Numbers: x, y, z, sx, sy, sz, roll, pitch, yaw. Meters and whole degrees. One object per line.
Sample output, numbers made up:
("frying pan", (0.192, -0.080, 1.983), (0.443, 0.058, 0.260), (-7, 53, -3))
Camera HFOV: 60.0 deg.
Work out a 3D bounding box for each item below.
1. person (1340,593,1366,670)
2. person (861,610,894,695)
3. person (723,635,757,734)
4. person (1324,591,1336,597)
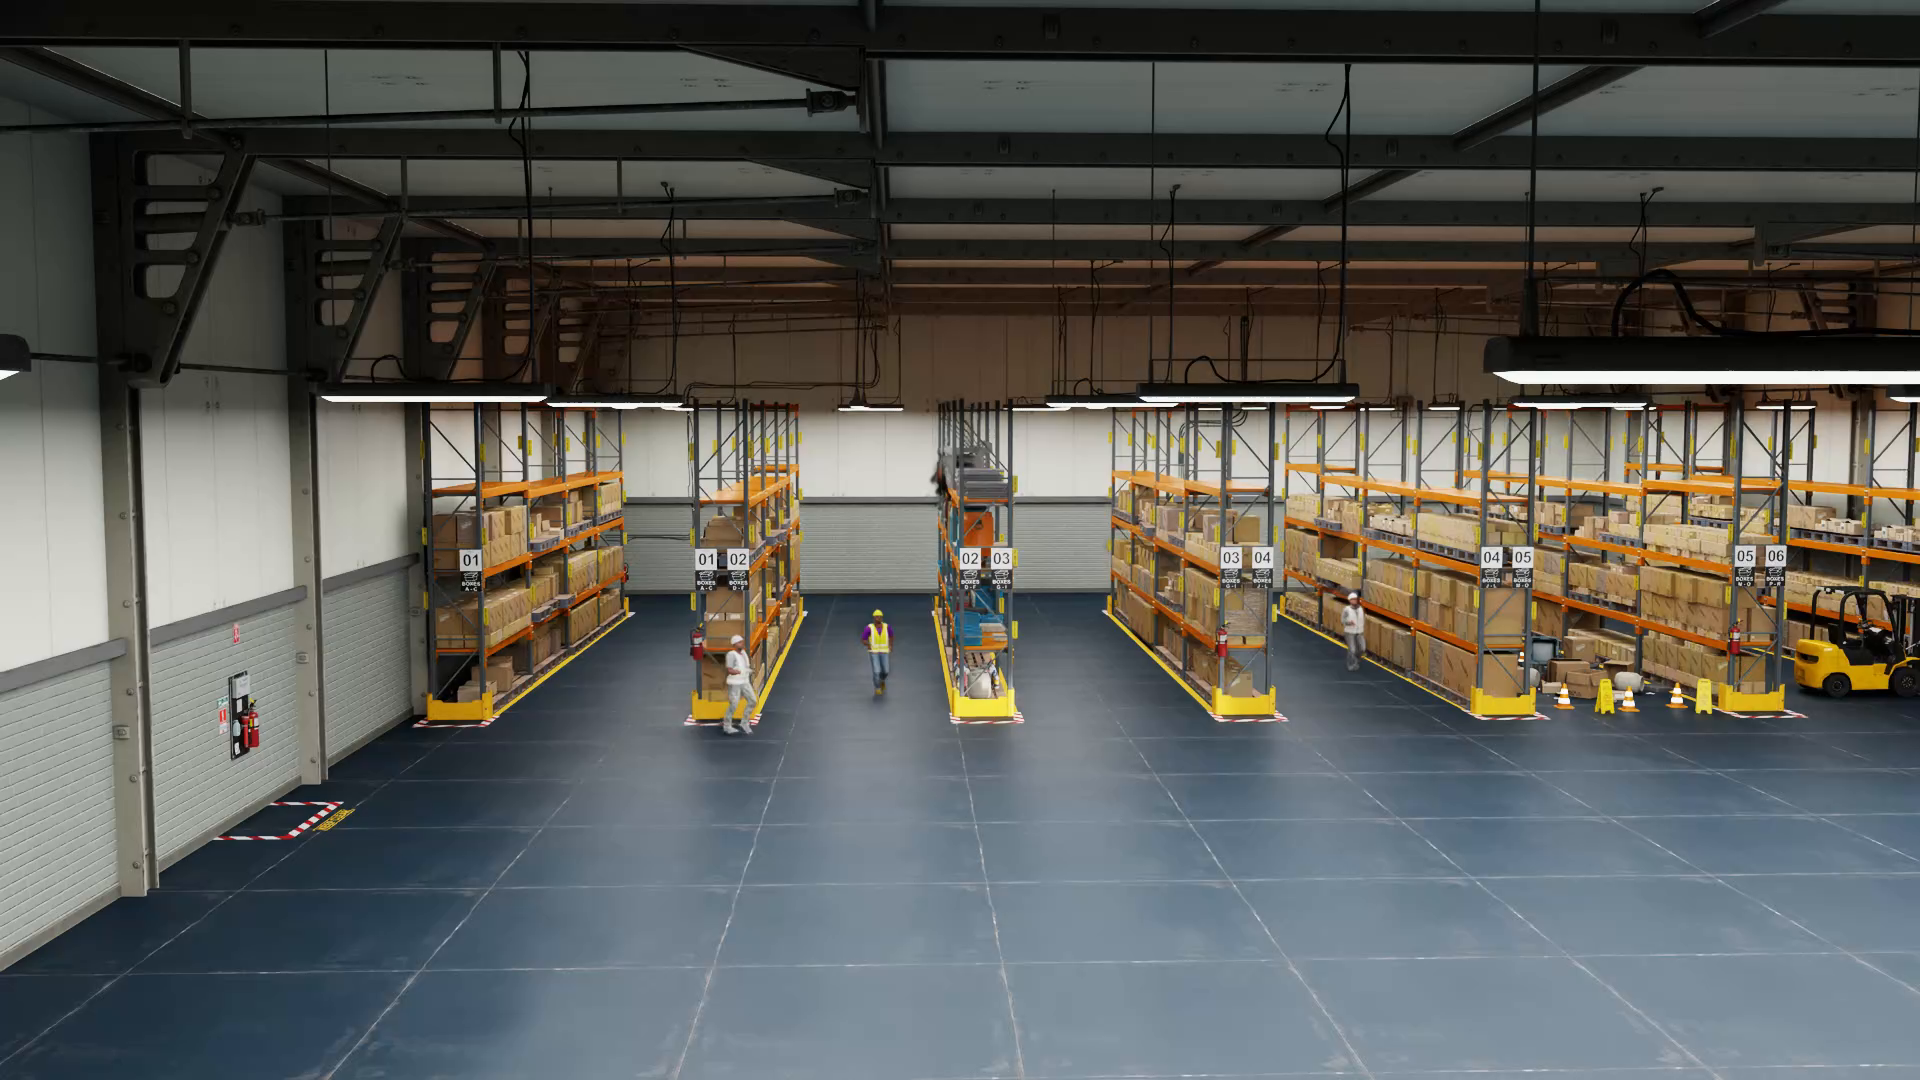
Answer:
("person", (8.771, 2.047, 36.863), (0.647, 1.735, 0.602), (-1, 4, -10))
("person", (-1.655, 2.289, 33.885), (0.695, 1.719, 0.600), (-1, 4, -14))
("person", (-3.915, 2.589, 29.658), (0.701, 1.808, 0.695), (3, 5, 30))
("person", (10.922, 1.192, 48.667), (0.703, 1.685, 0.562), (-3, 5, -37))
